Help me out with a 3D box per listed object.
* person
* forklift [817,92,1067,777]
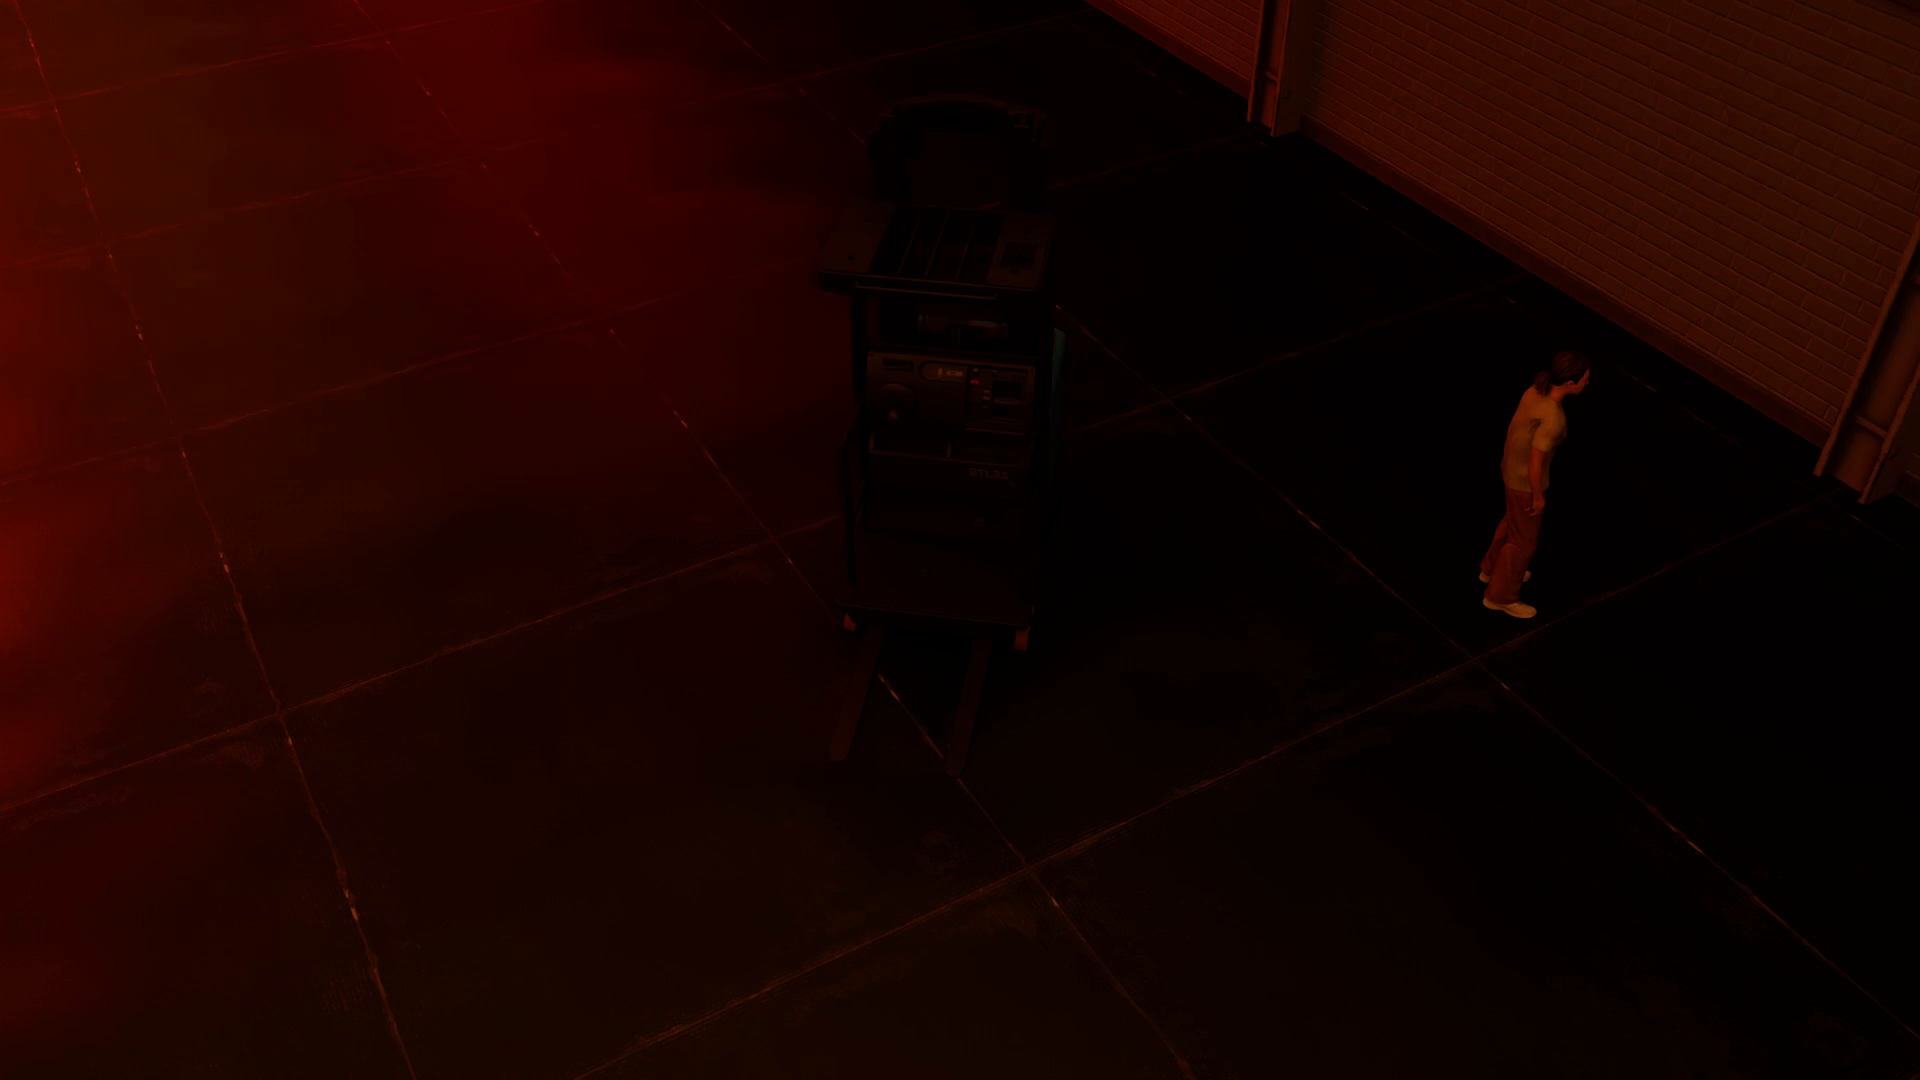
[{"bbox_3d":[3.251,-0.335,9.447,0.360,1.647,0.516,4,40,5],"label":"person"},{"bbox_3d":[-0.085,-0.733,8.920,1.130,2.935,3.031,6,40,7],"label":"forklift"}]
